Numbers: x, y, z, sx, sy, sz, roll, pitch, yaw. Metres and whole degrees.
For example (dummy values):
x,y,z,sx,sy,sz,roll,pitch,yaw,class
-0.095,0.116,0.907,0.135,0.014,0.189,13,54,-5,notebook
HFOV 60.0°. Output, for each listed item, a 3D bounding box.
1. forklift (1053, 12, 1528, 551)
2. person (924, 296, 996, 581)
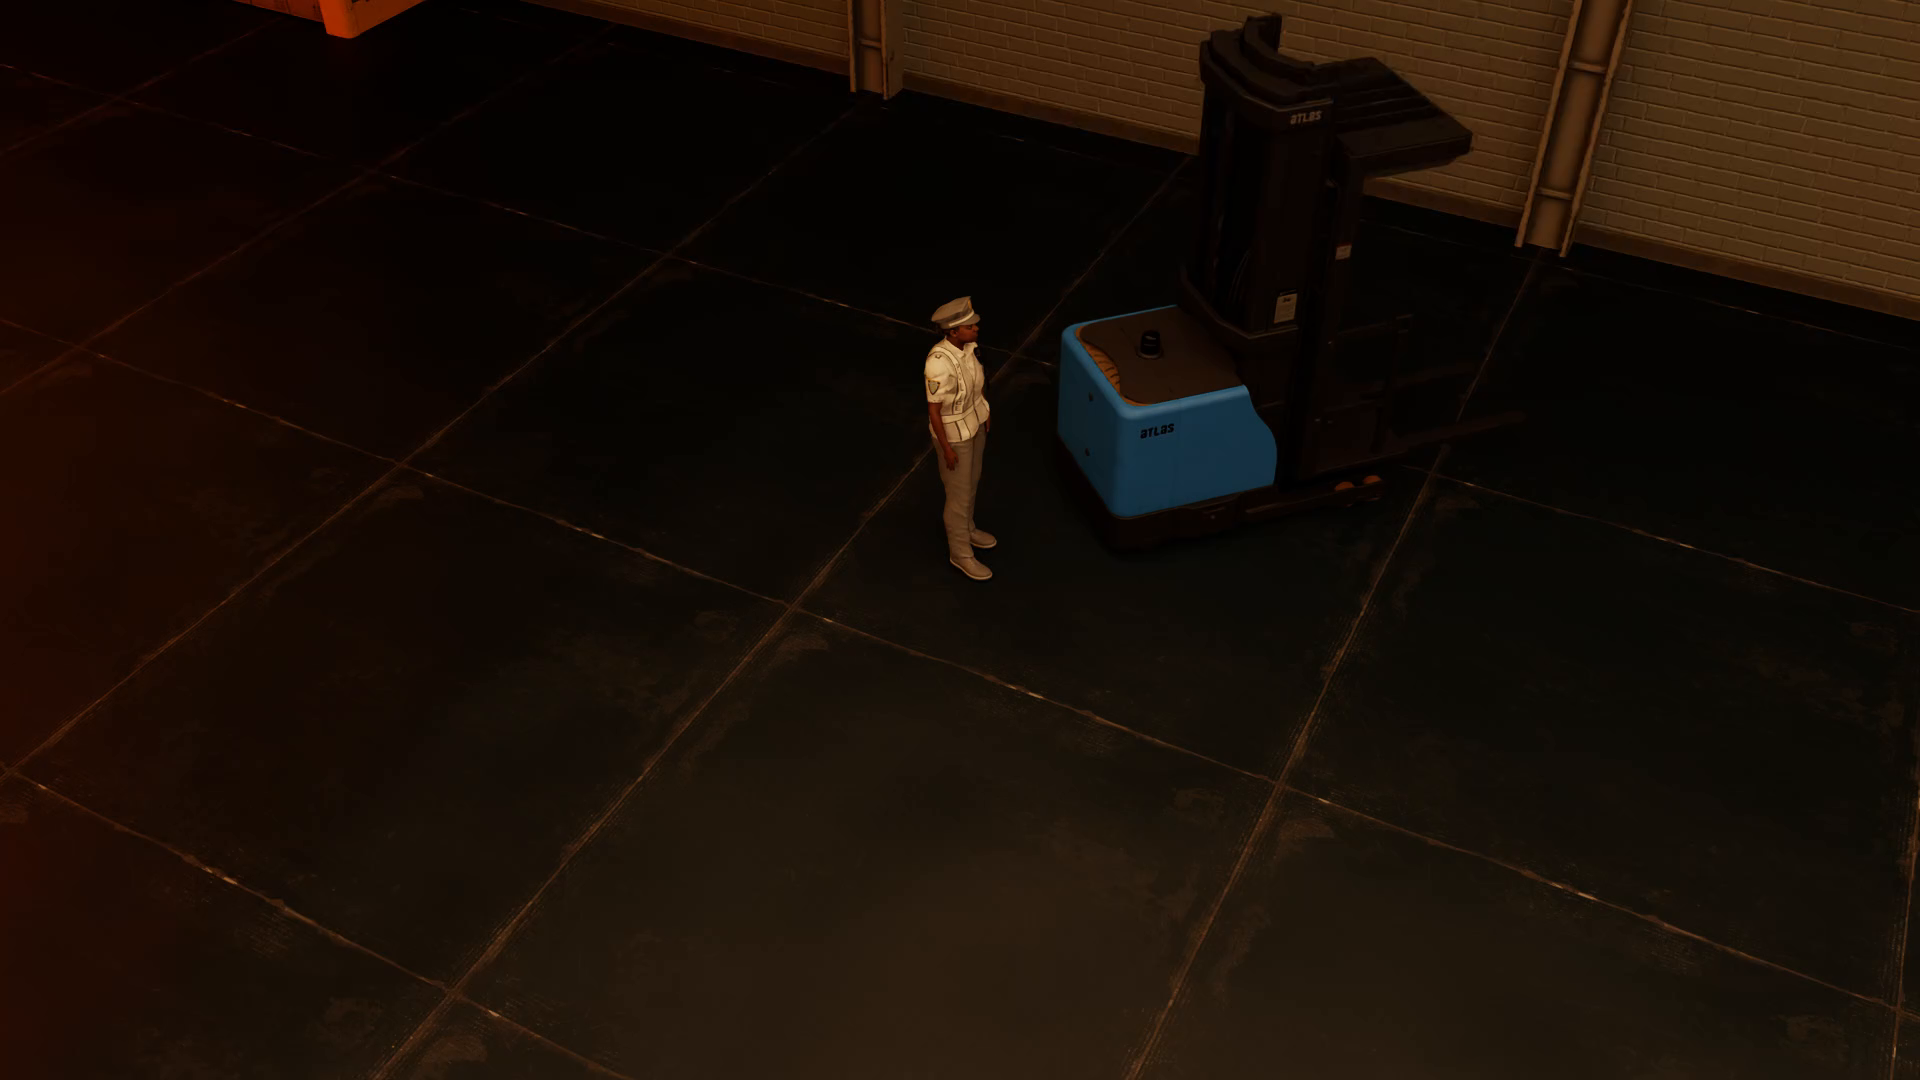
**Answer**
x,y,z,sx,sy,sz,roll,pitch,yaw,class
2.178,-1.634,9.926,3.031,2.935,1.130,-13,42,-15,forklift
0.058,-0.620,9.671,0.528,1.697,0.570,18,43,21,person
